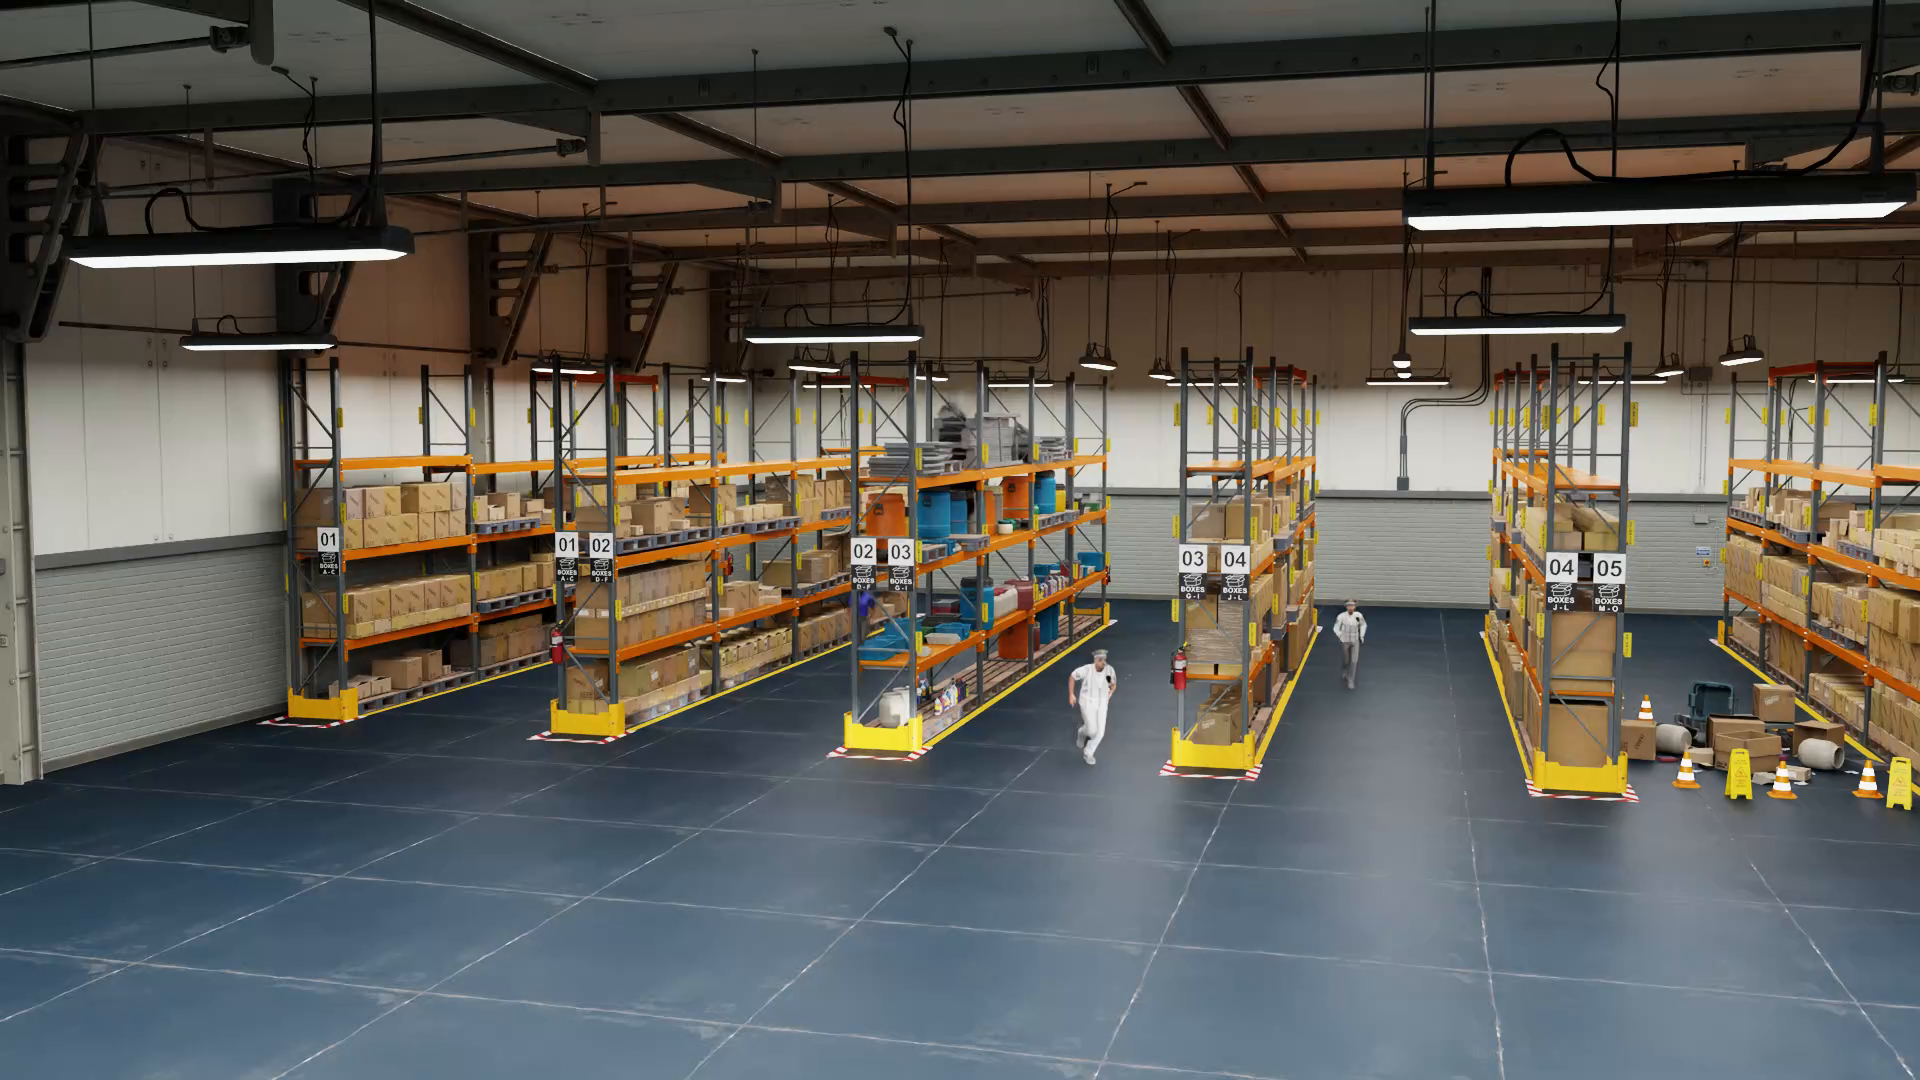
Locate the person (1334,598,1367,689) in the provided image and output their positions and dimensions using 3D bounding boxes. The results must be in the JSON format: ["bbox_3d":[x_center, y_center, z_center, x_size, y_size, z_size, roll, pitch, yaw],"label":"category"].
[{"bbox_3d":[7.275,1.897,31.008,0.609,1.674,0.844,1,4,10],"label":"person"}]

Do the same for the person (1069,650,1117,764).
[{"bbox_3d":[1.949,2.402,24.083,0.652,1.701,0.748,-2,5,-22],"label":"person"}]

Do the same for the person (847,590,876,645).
[{"bbox_3d":[-1.883,1.584,31.603,0.563,1.621,0.534,0,4,5],"label":"person"}]
